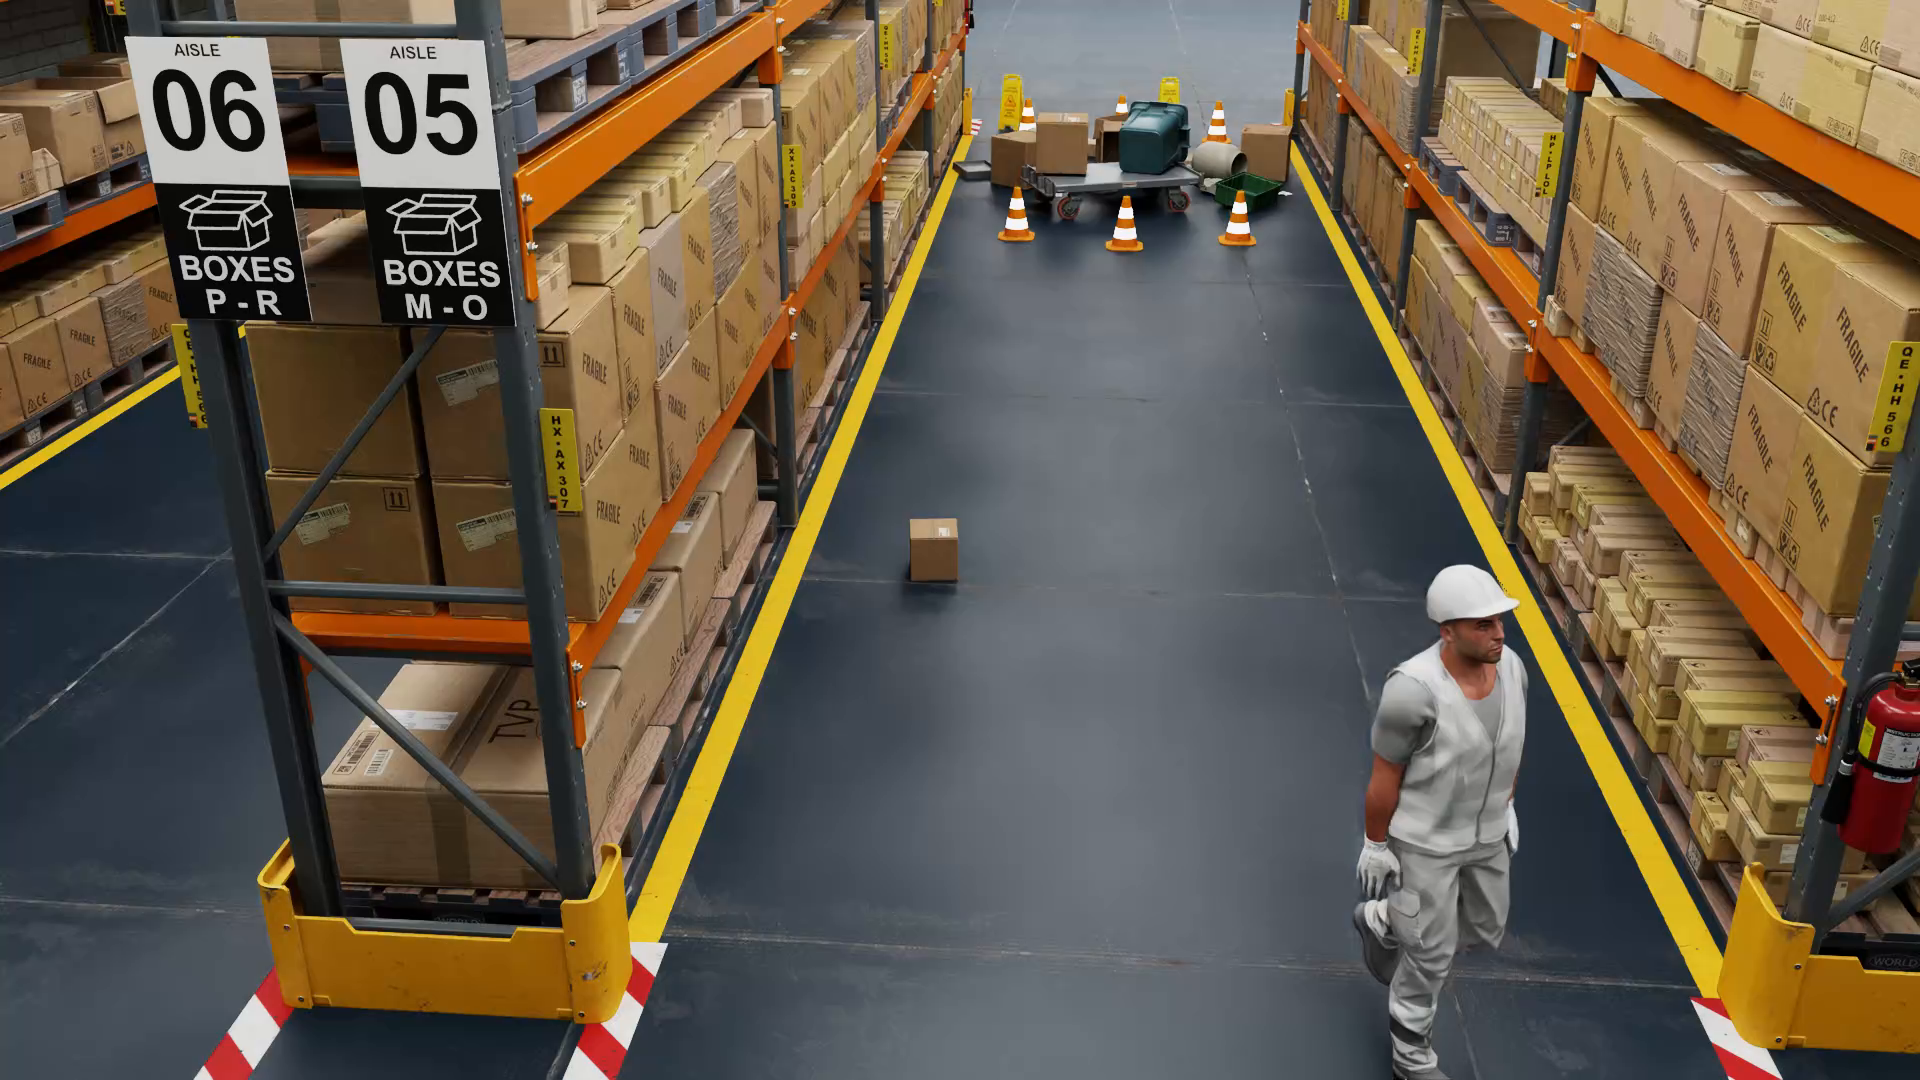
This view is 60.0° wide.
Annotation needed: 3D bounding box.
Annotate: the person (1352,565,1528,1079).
[{"bbox_3d":[1.446,0.866,5.114,0.565,1.779,0.714,-11,27,-24],"label":"person"}]
